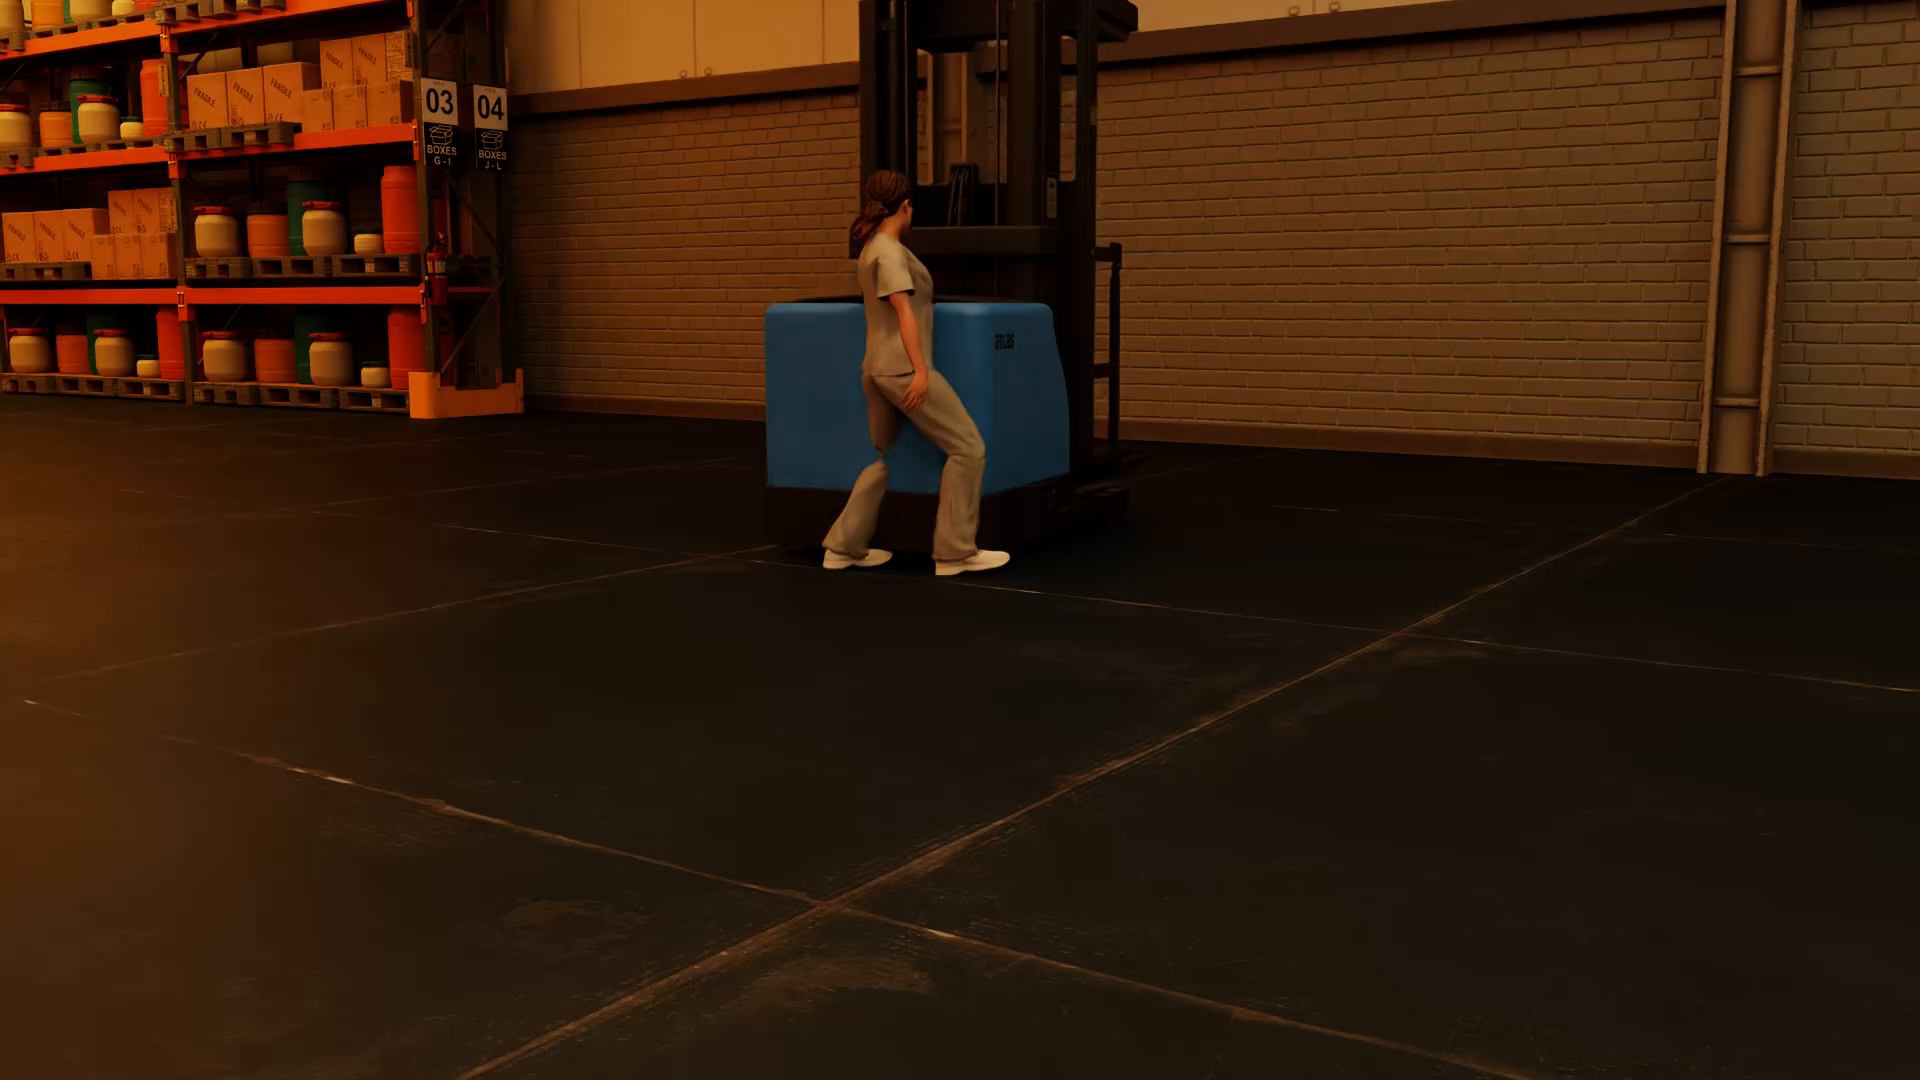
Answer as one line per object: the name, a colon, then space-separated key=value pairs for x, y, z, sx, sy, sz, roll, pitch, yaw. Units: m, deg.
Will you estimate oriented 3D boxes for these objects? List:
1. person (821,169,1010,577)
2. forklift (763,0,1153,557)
person: x=-0.176 y=-0.657 z=6.570 sx=0.666 sy=1.593 sz=0.602 roll=-3 pitch=9 yaw=-20
forklift: x=0.201 y=-1.538 z=8.010 sx=1.130 sy=2.935 sz=3.031 roll=3 pitch=9 yaw=22
